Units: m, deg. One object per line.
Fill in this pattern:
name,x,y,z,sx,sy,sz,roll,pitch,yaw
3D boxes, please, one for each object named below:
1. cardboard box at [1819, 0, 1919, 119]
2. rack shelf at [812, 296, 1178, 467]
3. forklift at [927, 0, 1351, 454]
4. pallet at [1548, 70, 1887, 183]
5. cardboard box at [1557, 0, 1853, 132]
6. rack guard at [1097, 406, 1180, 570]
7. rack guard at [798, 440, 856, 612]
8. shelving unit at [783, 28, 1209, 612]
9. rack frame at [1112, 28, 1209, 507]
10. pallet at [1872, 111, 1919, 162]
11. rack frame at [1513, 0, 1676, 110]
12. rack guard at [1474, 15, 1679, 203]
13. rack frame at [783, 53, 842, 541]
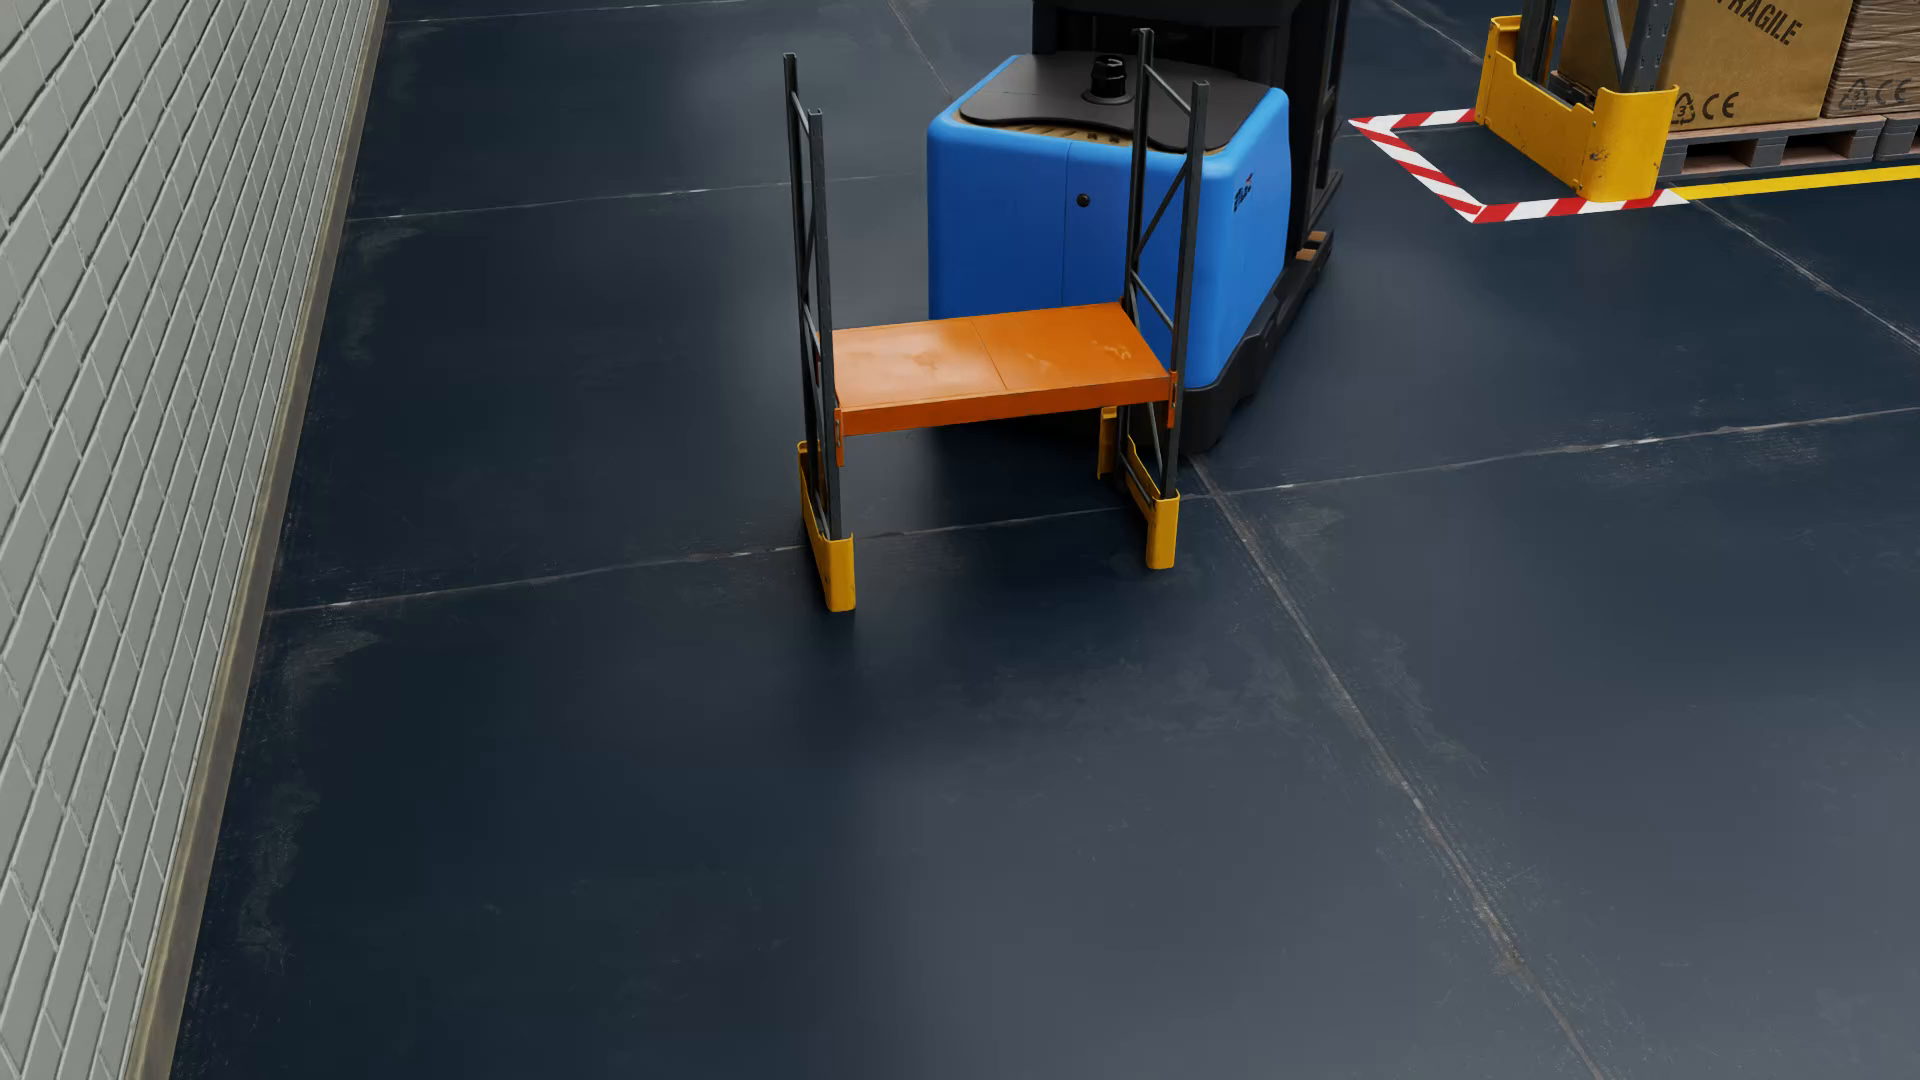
cardboard box,4.404,-2.631,8.009,0.875,0.875,0.875,-7,35,-11
rack shelf,0.083,-0.484,4.948,1.000,0.185,0.538,-7,35,-11
forklift,0.907,-2.317,6.073,1.130,2.935,3.031,13,36,18
pallet,3.672,-2.088,8.172,1.213,0.211,1.003,-7,35,-11
cardboard box,3.516,-2.520,7.843,0.875,0.875,0.875,-7,35,-11
rack guard,0.560,-0.174,5.286,0.087,0.250,0.587,-7,35,-11
rack guard,-0.411,-0.052,5.103,0.087,0.250,0.587,-7,35,-11
shelving unit,0.074,-0.632,4.846,1.083,1.500,0.587,-7,35,-11
rack frame,0.579,-0.696,4.941,0.032,1.500,0.500,-7,35,-11
pallet,4.860,-2.236,8.393,1.213,0.211,1.003,-7,35,-11
rack frame,2.909,-3.105,7.185,0.127,3.000,1.000,-7,35,-11
rack guard,2.886,-2.064,7.878,0.348,0.500,1.175,-7,35,-11
rack frame,-0.413,-0.571,4.755,0.032,1.500,0.500,-7,35,-11
